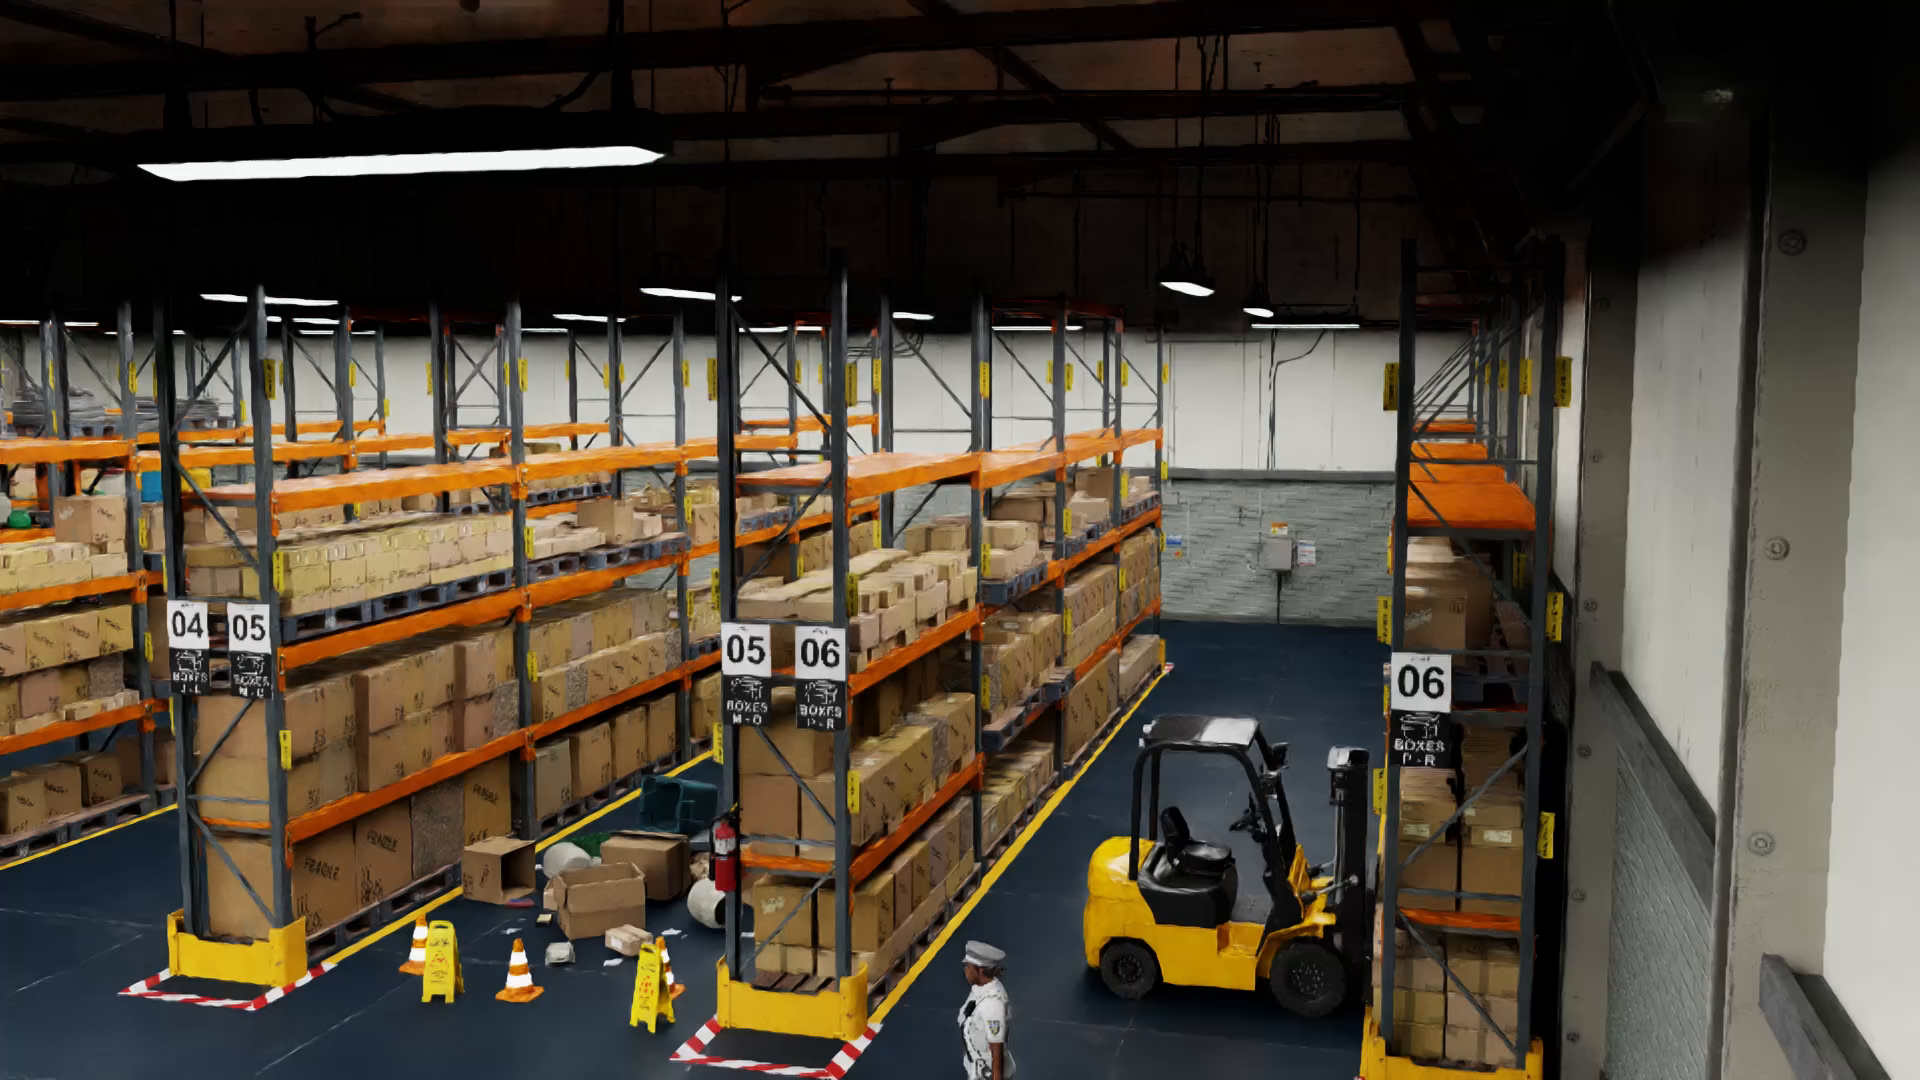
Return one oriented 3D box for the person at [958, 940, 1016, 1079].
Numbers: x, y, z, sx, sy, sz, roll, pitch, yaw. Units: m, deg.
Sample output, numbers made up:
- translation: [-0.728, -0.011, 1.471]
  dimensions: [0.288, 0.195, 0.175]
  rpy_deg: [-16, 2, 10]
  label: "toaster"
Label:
- translation: [0.242, 3.278, 10.152]
  dimensions: [0.514, 1.665, 0.567]
  rpy_deg: [-1, 6, -9]
  label: "person"
